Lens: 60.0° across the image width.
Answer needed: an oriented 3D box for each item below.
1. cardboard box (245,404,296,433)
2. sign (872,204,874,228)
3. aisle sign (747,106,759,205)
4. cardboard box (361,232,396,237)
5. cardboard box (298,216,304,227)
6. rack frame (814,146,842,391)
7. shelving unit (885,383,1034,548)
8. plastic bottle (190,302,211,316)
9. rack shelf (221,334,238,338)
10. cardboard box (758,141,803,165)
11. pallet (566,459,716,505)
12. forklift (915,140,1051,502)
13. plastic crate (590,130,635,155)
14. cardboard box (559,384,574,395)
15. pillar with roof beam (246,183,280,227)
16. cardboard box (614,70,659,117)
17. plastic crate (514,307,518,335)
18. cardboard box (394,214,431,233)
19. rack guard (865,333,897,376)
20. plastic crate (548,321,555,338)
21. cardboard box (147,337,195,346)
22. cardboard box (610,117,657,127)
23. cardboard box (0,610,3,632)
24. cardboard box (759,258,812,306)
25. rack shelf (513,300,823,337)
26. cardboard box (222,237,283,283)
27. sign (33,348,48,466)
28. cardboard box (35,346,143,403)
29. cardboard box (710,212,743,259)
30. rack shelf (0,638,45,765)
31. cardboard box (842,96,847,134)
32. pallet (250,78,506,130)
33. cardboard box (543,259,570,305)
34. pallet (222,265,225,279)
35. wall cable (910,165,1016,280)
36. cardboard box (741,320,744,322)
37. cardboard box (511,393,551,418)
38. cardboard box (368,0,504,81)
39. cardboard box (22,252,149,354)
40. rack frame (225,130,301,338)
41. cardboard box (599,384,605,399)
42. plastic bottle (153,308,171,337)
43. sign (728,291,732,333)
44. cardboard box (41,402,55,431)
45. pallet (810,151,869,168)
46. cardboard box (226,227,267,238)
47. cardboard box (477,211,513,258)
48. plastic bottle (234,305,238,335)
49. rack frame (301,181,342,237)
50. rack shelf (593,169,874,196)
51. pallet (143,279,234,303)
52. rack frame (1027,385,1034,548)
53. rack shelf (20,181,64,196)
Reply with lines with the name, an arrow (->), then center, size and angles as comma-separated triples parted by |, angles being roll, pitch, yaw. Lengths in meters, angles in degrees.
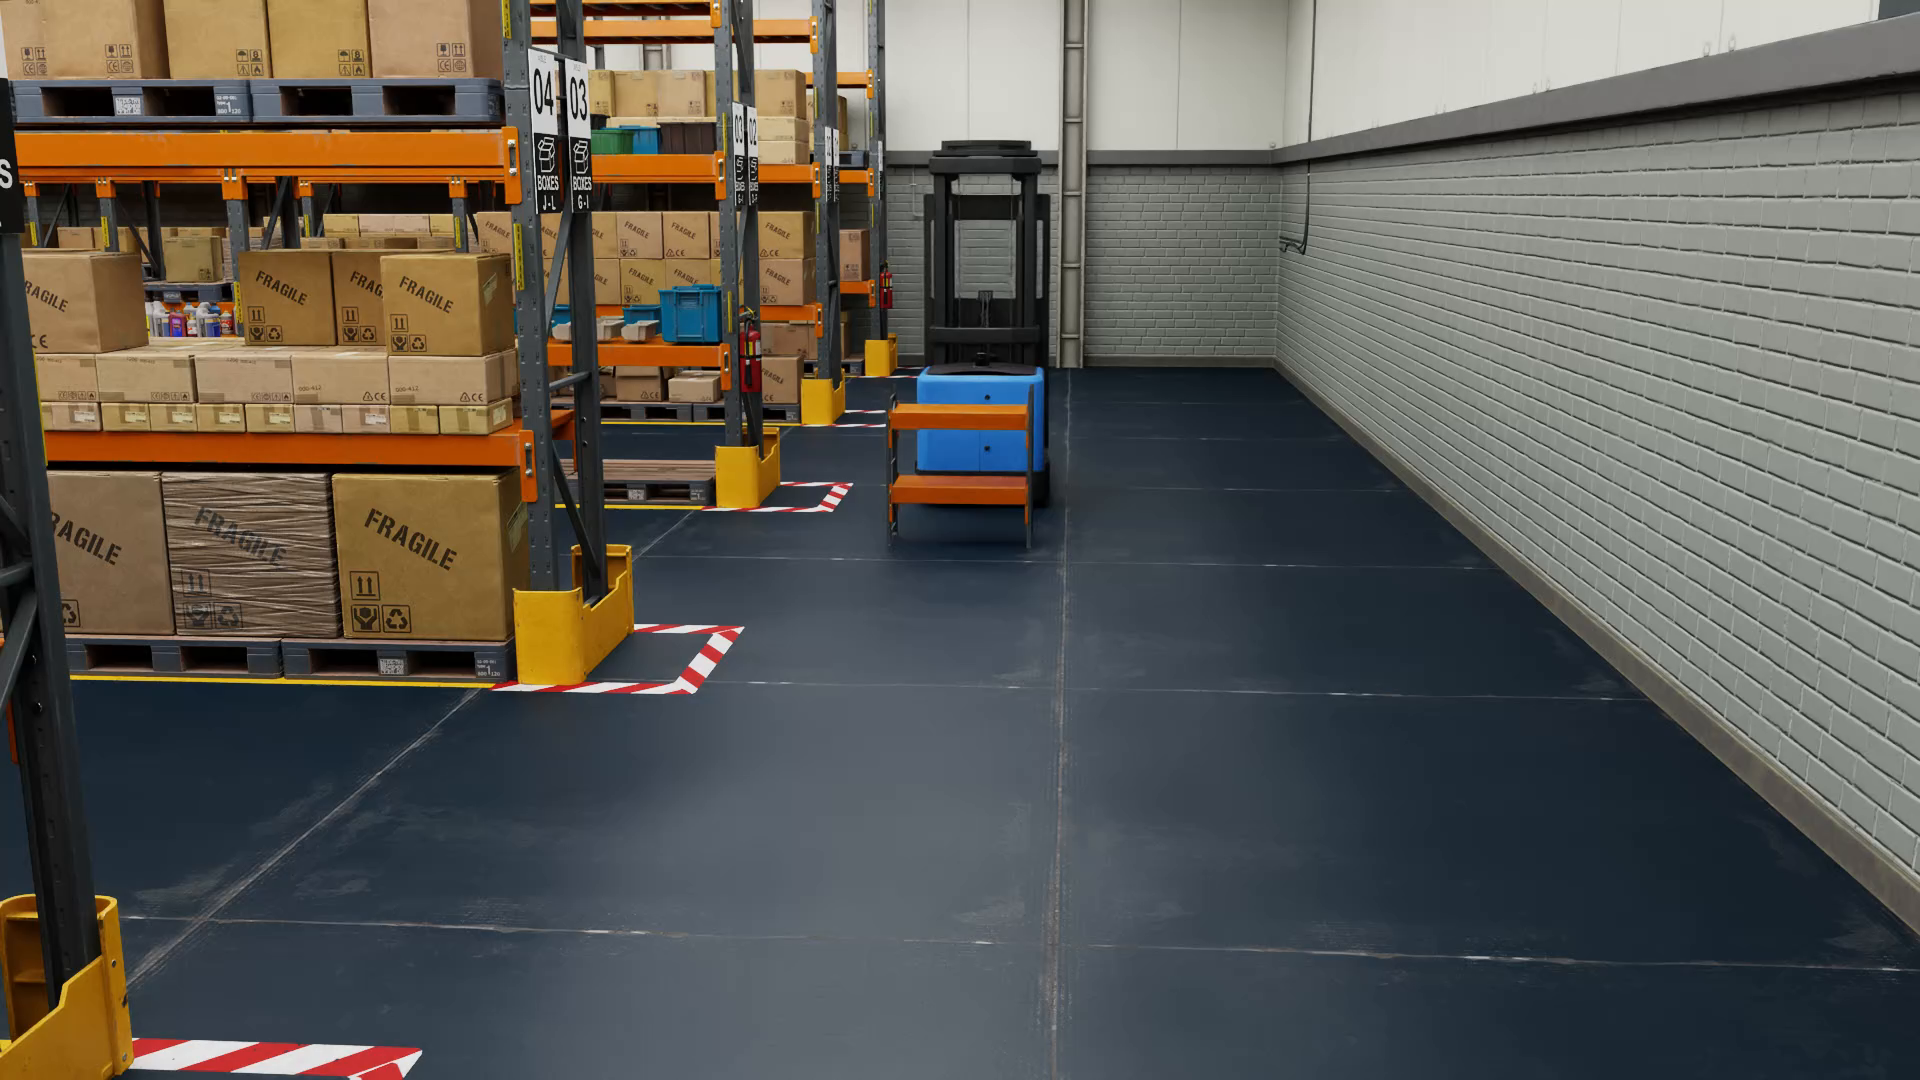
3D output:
cardboard box -> -3.531, -0.660, 8.711 | 0.250, 0.149, 0.380 | 1, 12, 2
sign -> -1.192, -4.440, 22.759 | 0.005, 0.325, 0.100 | 1, 12, 4
aisle sign -> -1.712, -3.176, 13.775 | 0.004, 0.787, 0.394 | 1, 12, 4
cardboard box -> -8.135, -4.113, 23.586 | 0.500, 0.500, 0.500 | 1, 12, 6
cardboard box -> -9.470, -4.557, 23.826 | 0.250, 0.149, 0.380 | -1, 12, -4
rack frame -> -1.469, -2.855, 18.593 | 0.127, 3.000, 1.000 | 1, 12, 4
shelving unit -> 0.007, -0.550, 12.152 | 1.048, 1.125, 0.538 | 1, 12, 4
plastic bottle -> -6.597, -1.927, 14.456 | 0.135, 0.276, 0.152 | 1, 12, 4
rack shelf -> -7.791, -1.574, 14.222 | 4.000, 0.370, 1.077 | 1, 12, 4
cardboard box -> -1.999, -4.203, 18.077 | 0.500, 0.250, 0.500 | 1, 12, 4
pallet -> -2.624, -0.498, 14.133 | 1.213, 0.211, 1.003 | 1, 12, 4
forklift -> 0.247, -1.995, 14.646 | 1.130, 2.935, 3.031 | 1, 12, 3
plastic crate -> -2.807, -3.163, 13.256 | 0.336, 0.188, 0.450 | 1, 12, 4
cardboard box -> -4.495, -1.787, 19.375 | 0.250, 0.149, 0.380 | 1, 12, 4
pillar with roof beam -> -10.651, -6.228, 20.065 | 0.400, 9.000, 9.100 | 1, 12, 4
cardboard box -> -3.475, -4.901, 18.358 | 0.500, 0.500, 0.700 | 1, 12, 4
plastic crate -> -3.642, -1.884, 14.210 | 0.300, 0.233, 0.416 | 1, 12, 4
cardboard box -> -7.653, -4.476, 23.490 | 0.500, 0.250, 0.500 | 1, 12, 4
rack guard -> -1.118, -2.644, 23.685 | 0.348, 0.500, 1.175 | 1, 12, 4
plastic crate -> -3.494, -1.724, 13.682 | 0.250, 0.136, 0.298 | 1, 12, 4
cardboard box -> -4.642, -0.993, 9.328 | 0.500, 0.250, 0.500 | 1, 12, 5
cardboard box -> -3.496, -4.470, 18.130 | 0.500, 0.250, 0.500 | 1, 12, 4
cardboard box -> -5.473, -0.027, 9.233 | 0.875, 0.875, 0.875 | 1, 12, 4
cardboard box -> -1.934, -2.855, 18.346 | 0.500, 0.500, 0.500 | 1, 12, 5
rack shelf -> -3.465, -2.531, 18.797 | 4.000, 0.370, 1.077 | 1, 12, 4
cardboard box -> -7.916, -3.182, 18.885 | 0.500, 0.500, 0.700 | 3, 12, 14
sign -> -2.531, -0.354, 4.522 | 0.005, 0.325, 0.100 | 1, 12, 4
cardboard box -> -4.662, -0.885, 8.813 | 0.500, 0.250, 0.500 | 1, 12, 5
cardboard box -> -2.436, -3.350, 18.273 | 0.500, 0.500, 0.500 | 1, 12, 5
rack shelf -> -4.563, 0.505, 4.285 | 4.000, 0.370, 1.077 | 1, 12, 4
cardboard box -> -1.854, -5.943, 23.293 | 0.500, 0.500, 0.500 | 0, 12, 2
pallet -> -2.876, -2.265, 8.659 | 1.213, 0.211, 1.003 | 1, 12, 4
cardboard box -> -4.459, -2.890, 18.514 | 0.500, 0.500, 0.500 | 1, 12, 5
pallet -> -9.842, -3.871, 23.916 | 1.003, 0.211, 1.213 | 1, 12, 4
wall cable -> 0.199, -4.541, 24.167 | 1.851, 1.984, 0.084 | 1, 12, 4
cardboard box -> -2.974, -3.212, 23.794 | 0.250, 0.149, 0.380 | 1, 12, 4
cardboard box -> -2.467, -0.781, 9.290 | 0.250, 0.149, 0.380 | 1, 12, 4
cardboard box -> -2.657, -2.600, 8.529 | 0.500, 0.500, 0.700 | 0, 12, 0
cardboard box -> -4.655, -1.252, 8.738 | 0.500, 0.500, 0.500 | 0, 12, 2
rack frame -> -5.795, -1.898, 14.017 | 0.127, 3.000, 1.000 | 1, 12, 4
cardboard box -> -4.192, -1.679, 18.814 | 0.250, 0.166, 0.380 | 1, 12, 4
plastic bottle -> -6.574, -1.782, 13.764 | 0.135, 0.276, 0.152 | 1, 12, 4
sign -> -1.825, -1.811, 13.200 | 0.005, 0.325, 0.100 | 1, 12, 4
cardboard box -> -4.810, -0.678, 8.796 | 0.250, 0.149, 0.380 | 1, 12, 3
pallet -> -1.883, -5.300, 23.171 | 1.213, 0.211, 1.003 | 1, 12, 4
cardboard box -> -10.153, -4.248, 23.930 | 0.500, 0.500, 0.700 | 0, 12, -2
cardboard box -> -5.009, -3.385, 18.436 | 0.500, 0.500, 0.500 | 1, 12, 5
plastic bottle -> -6.165, -1.946, 14.364 | 0.185, 0.351, 0.144 | 1, 12, 4
rack frame -> -9.124, -3.977, 23.954 | 0.127, 3.000, 1.000 | 1, 12, 4
rack shelf -> -3.137, -5.011, 23.328 | 4.000, 0.370, 1.077 | 1, 12, 4
pallet -> -8.770, -2.876, 19.160 | 1.003, 0.211, 1.213 | 1, 12, 4
rack frame -> 0.514, -0.544, 12.119 | 0.032, 1.125, 0.500 | 1, 12, 4
rack shelf -> -15.111, -5.175, 24.113 | 4.000, 0.370, 1.077 | 1, 12, 4
